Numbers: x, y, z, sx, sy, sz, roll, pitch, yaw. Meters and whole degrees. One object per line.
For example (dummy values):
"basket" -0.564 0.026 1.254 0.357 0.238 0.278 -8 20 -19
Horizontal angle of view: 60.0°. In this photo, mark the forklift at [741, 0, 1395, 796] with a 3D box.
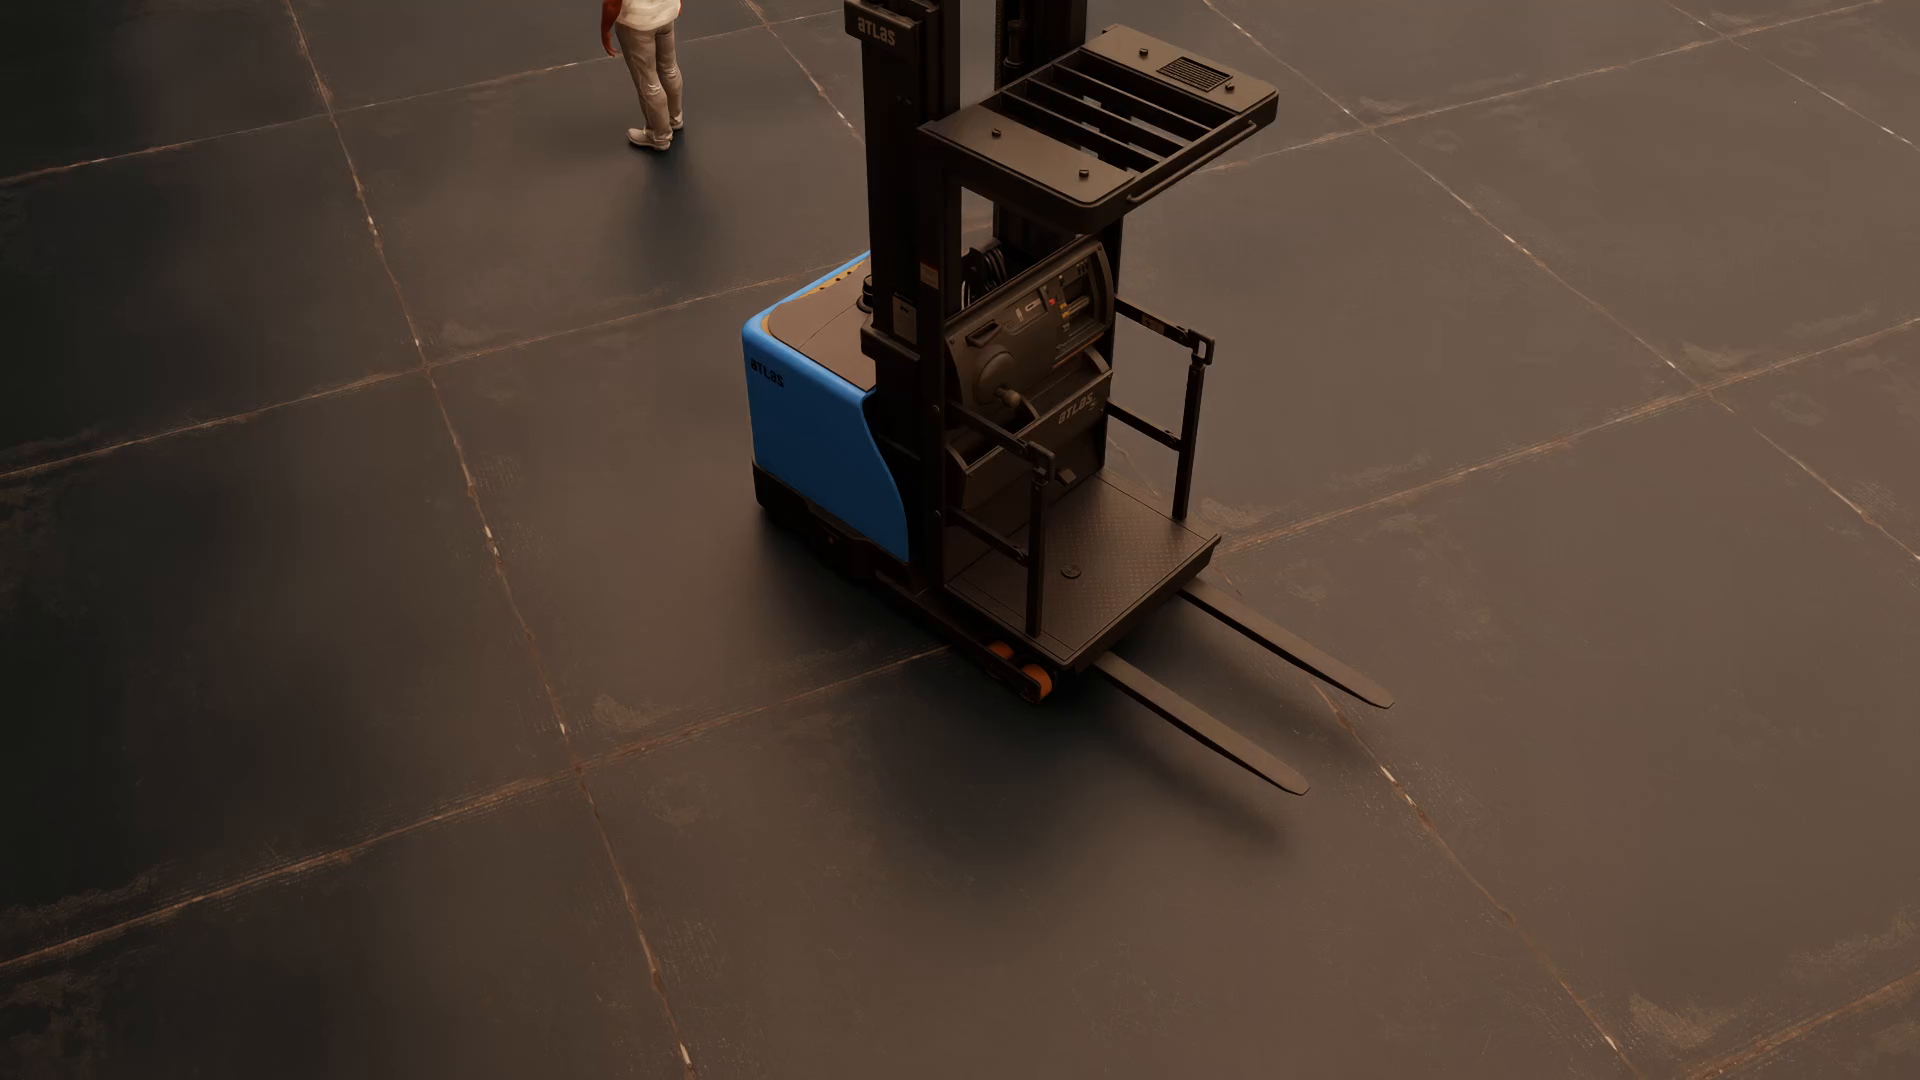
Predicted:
"forklift" 0.445 -0.788 6.525 3.031 2.935 1.130 32 52 30

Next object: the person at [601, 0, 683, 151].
"person" -1.926 -3.160 9.910 0.576 1.767 0.665 27 49 26
